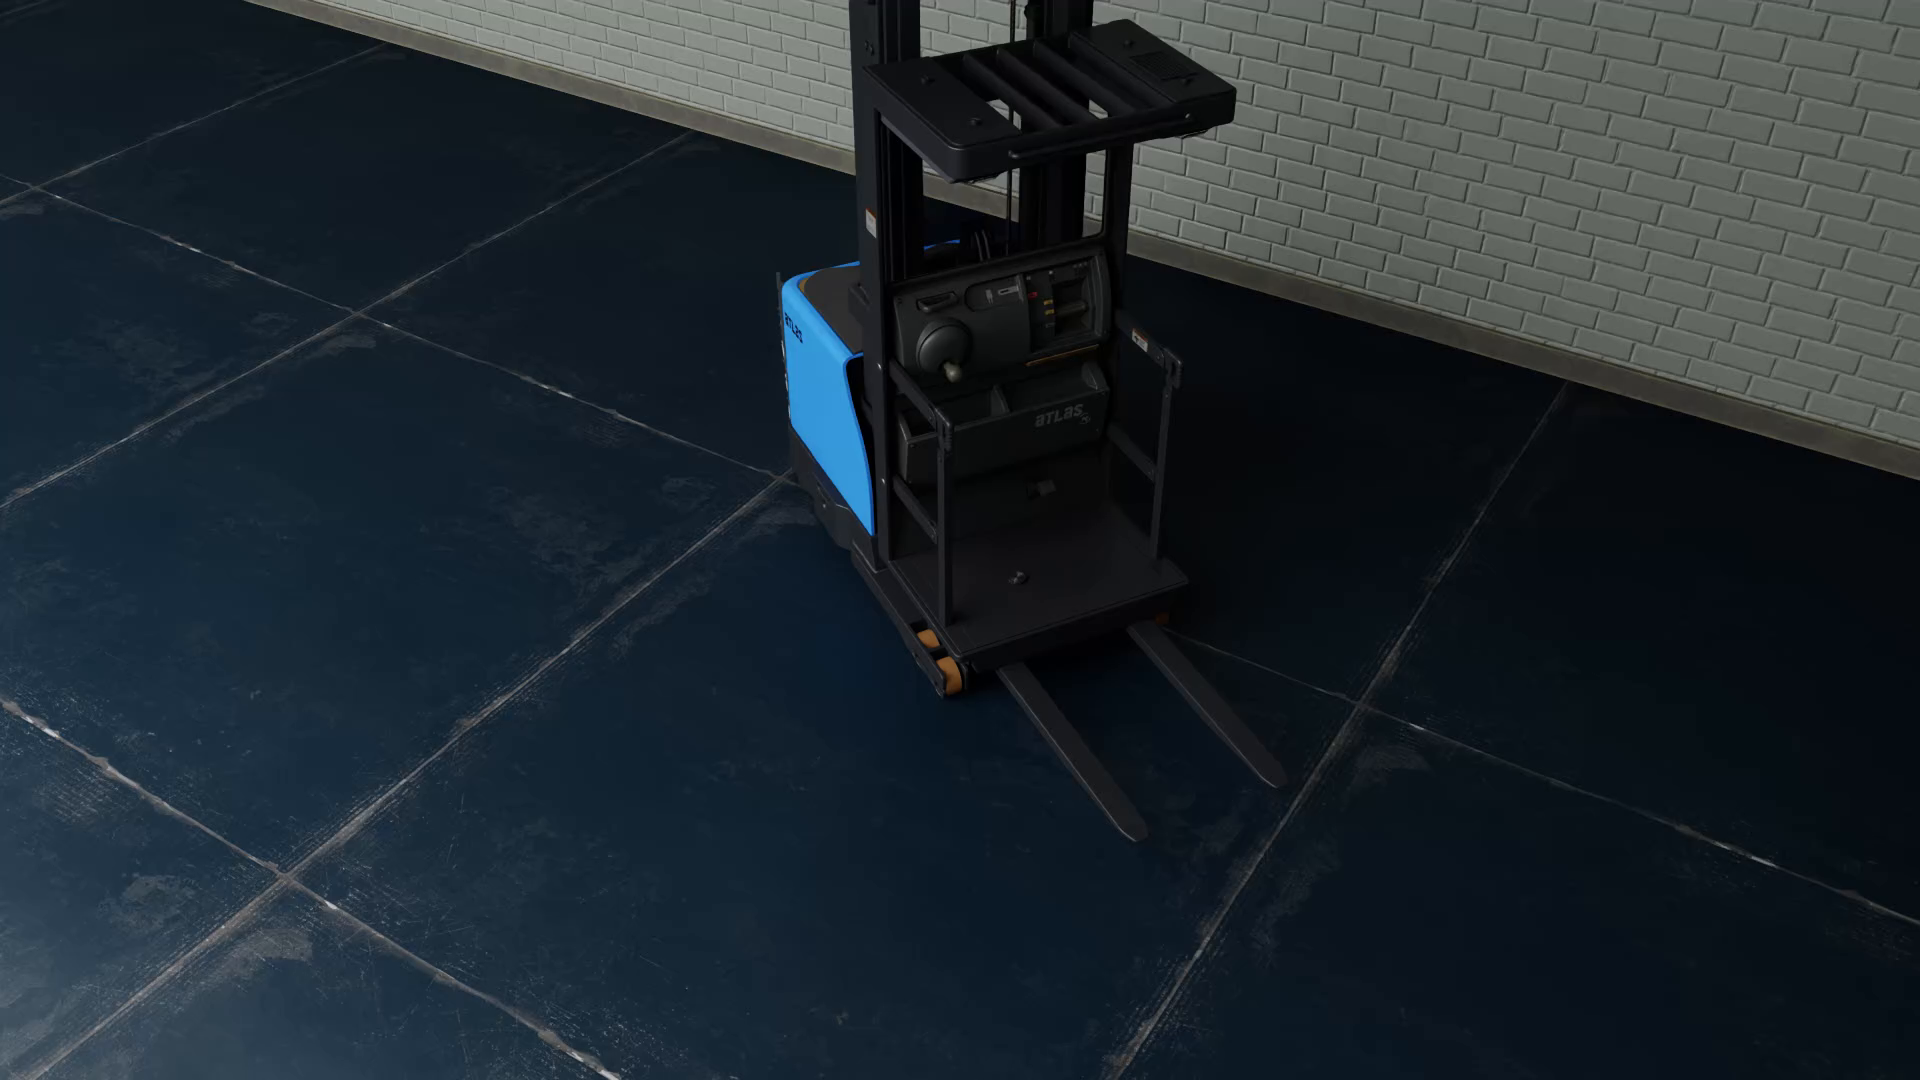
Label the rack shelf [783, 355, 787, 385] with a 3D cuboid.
[{"bbox_3d":[-0.734,-0.840,8.149,0.258,0.077,0.200,-6,37,-5],"label":"rack shelf"}]

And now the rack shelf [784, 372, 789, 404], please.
[{"bbox_3d":[-0.732,-0.768,8.202,0.258,0.077,0.200,-6,37,-5],"label":"rack shelf"}]

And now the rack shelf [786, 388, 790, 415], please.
[{"bbox_3d":[-0.730,-0.696,8.256,0.258,0.077,0.200,-6,37,-5],"label":"rack shelf"}]

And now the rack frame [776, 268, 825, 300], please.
[{"bbox_3d":[-0.749,-0.927,8.210,0.240,0.900,0.006,-6,37,-5],"label":"rack frame"}]

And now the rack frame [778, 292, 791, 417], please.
[{"bbox_3d":[-0.721,-0.807,8.048,0.240,0.900,0.006,-6,37,-5],"label":"rack frame"}]

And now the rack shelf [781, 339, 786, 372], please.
[{"bbox_3d":[-0.736,-0.912,8.095,0.258,0.077,0.200,-6,37,-5],"label":"rack shelf"}]

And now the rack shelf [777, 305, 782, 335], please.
[{"bbox_3d":[-0.741,-1.057,7.988,0.258,0.077,0.200,-6,37,-5],"label":"rack shelf"}]

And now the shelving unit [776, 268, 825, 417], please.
[{"bbox_3d":[-0.735,-0.867,8.129,0.258,0.900,0.210,-6,37,-5],"label":"shelving unit"}]

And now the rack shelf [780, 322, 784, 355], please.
[{"bbox_3d":[-0.739,-0.985,8.042,0.258,0.077,0.200,-6,37,-5],"label":"rack shelf"}]

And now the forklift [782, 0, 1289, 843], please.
[{"bbox_3d":[0.271,-0.819,6.411,1.130,2.935,3.031,-16,41,-20],"label":"forklift"}]
